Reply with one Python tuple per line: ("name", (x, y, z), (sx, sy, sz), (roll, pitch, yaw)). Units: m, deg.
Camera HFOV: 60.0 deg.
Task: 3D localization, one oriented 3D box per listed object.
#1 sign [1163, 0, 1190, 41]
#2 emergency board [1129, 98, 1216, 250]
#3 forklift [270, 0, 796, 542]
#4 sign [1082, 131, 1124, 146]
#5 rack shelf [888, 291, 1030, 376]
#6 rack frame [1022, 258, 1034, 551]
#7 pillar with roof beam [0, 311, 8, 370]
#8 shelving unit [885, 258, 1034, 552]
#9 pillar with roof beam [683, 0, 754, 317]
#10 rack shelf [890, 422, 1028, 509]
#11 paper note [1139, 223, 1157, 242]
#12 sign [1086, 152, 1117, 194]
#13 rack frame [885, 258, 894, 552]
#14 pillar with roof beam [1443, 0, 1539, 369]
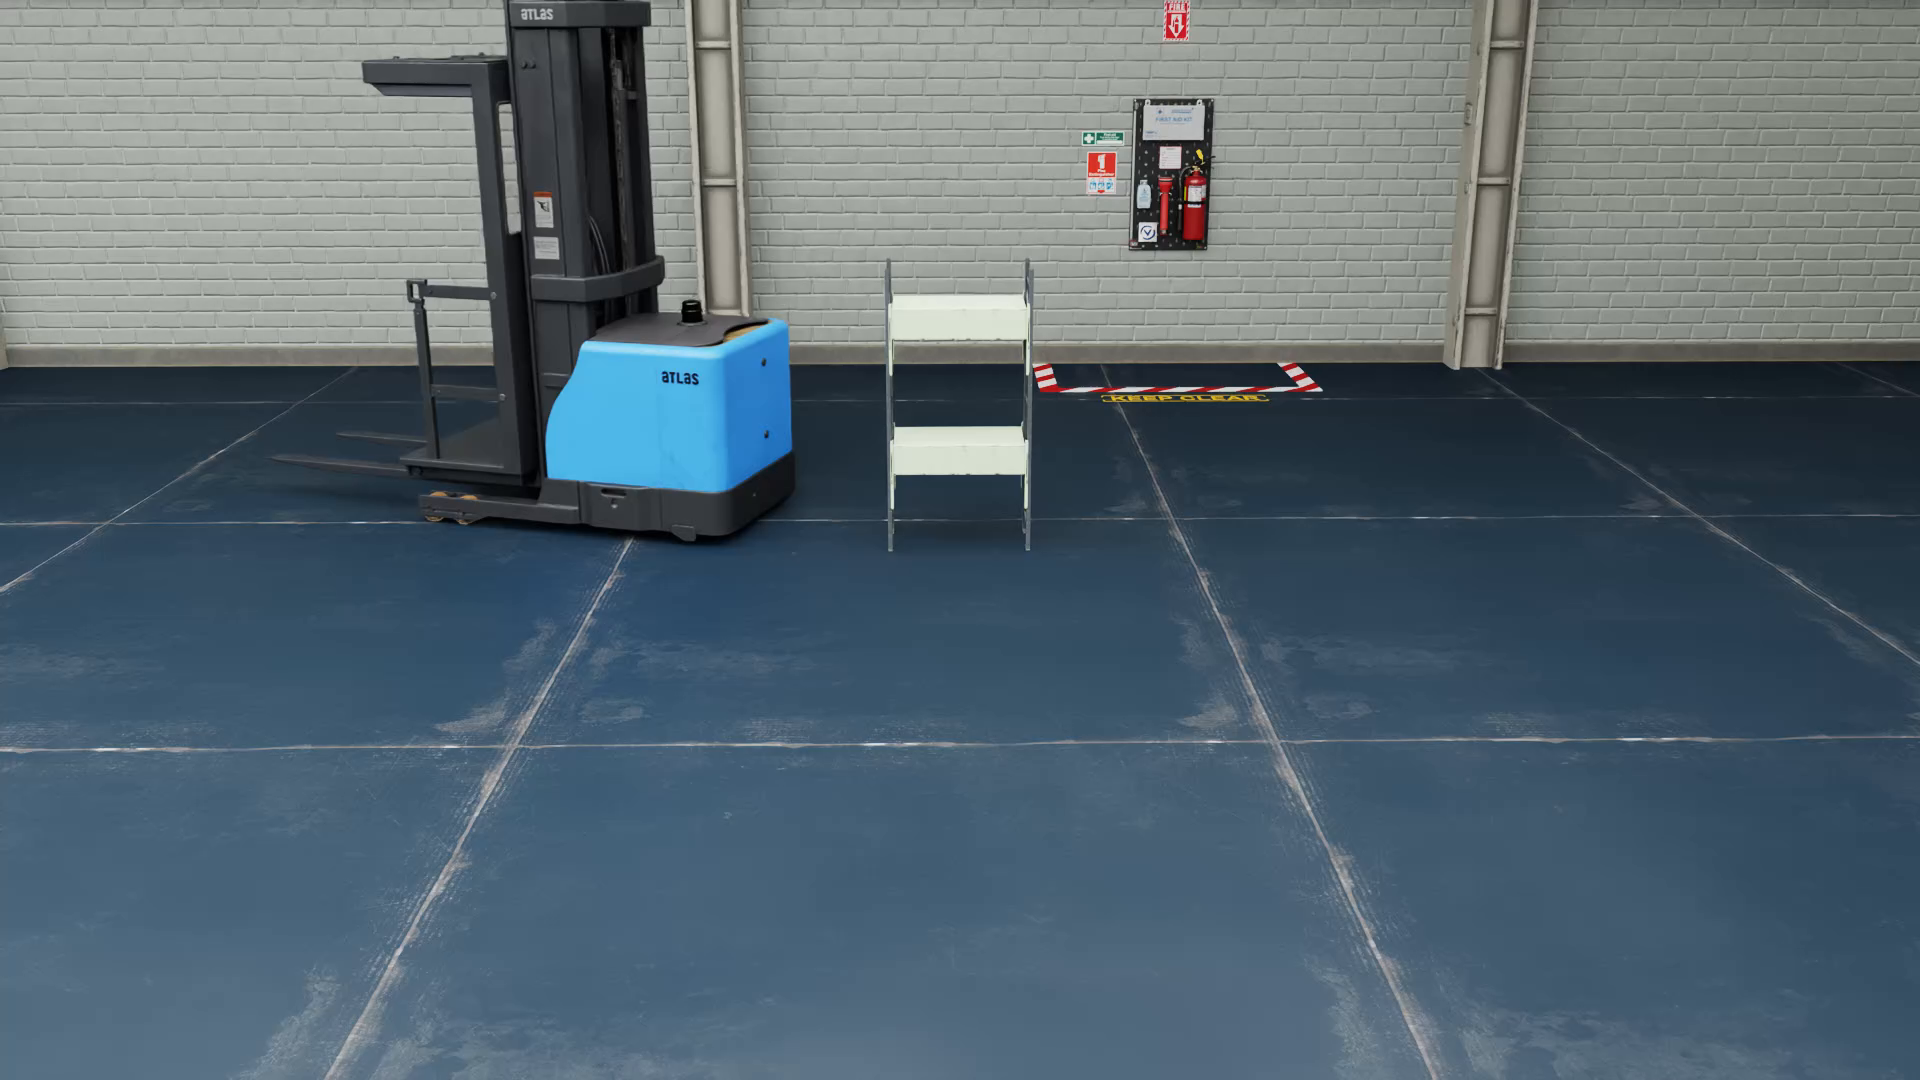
("sign", (1.658, -3.976, 12.735), (0.199, 0.298, 0.001), (0, 18, -1))
("emergency board", (1.668, -2.841, 12.994), (0.643, 1.169, 0.194), (0, 18, -1))
("forklift", (-2.535, -1.628, 9.325), (3.031, 2.935, 1.130), (5, 19, 16))
("sign", (1.118, -3.137, 12.990), (0.331, 0.109, 0.001), (0, 18, -1))
("rack shelf", (-0.007, -1.086, 8.699), (0.720, 0.370, 0.431), (0, 18, -1))
("rack frame", (0.359, -0.716, 8.824), (0.023, 1.500, 0.400), (0, 18, -1))
("pillar with roof beam", (-7.791, -4.326, 7.800), (0.400, 9.000, 9.100), (0, 18, -1))
("shelving unit", (-0.007, -0.714, 8.818), (0.755, 1.500, 0.431), (0, 18, -1))
("pillar with roof beam", (-1.792, -4.355, 7.890), (0.400, 9.000, 9.100), (0, 18, -1))
("rack shelf", (-0.007, -0.404, 8.918), (0.720, 0.370, 0.431), (0, 18, -1))
("paper note", (1.490, -2.442, 13.192), (0.142, 0.148, 0.016), (0, 18, -1))
("sign", (1.114, -2.887, 13.079), (0.234, 0.329, 0.001), (0, 18, -1))
("rack frame", (-0.373, -0.712, 8.813), (0.023, 1.500, 0.400), (0, 18, -1))
("pillar with roof beam", (4.208, -4.383, 7.980), (0.400, 9.000, 9.100), (0, 18, -1))
